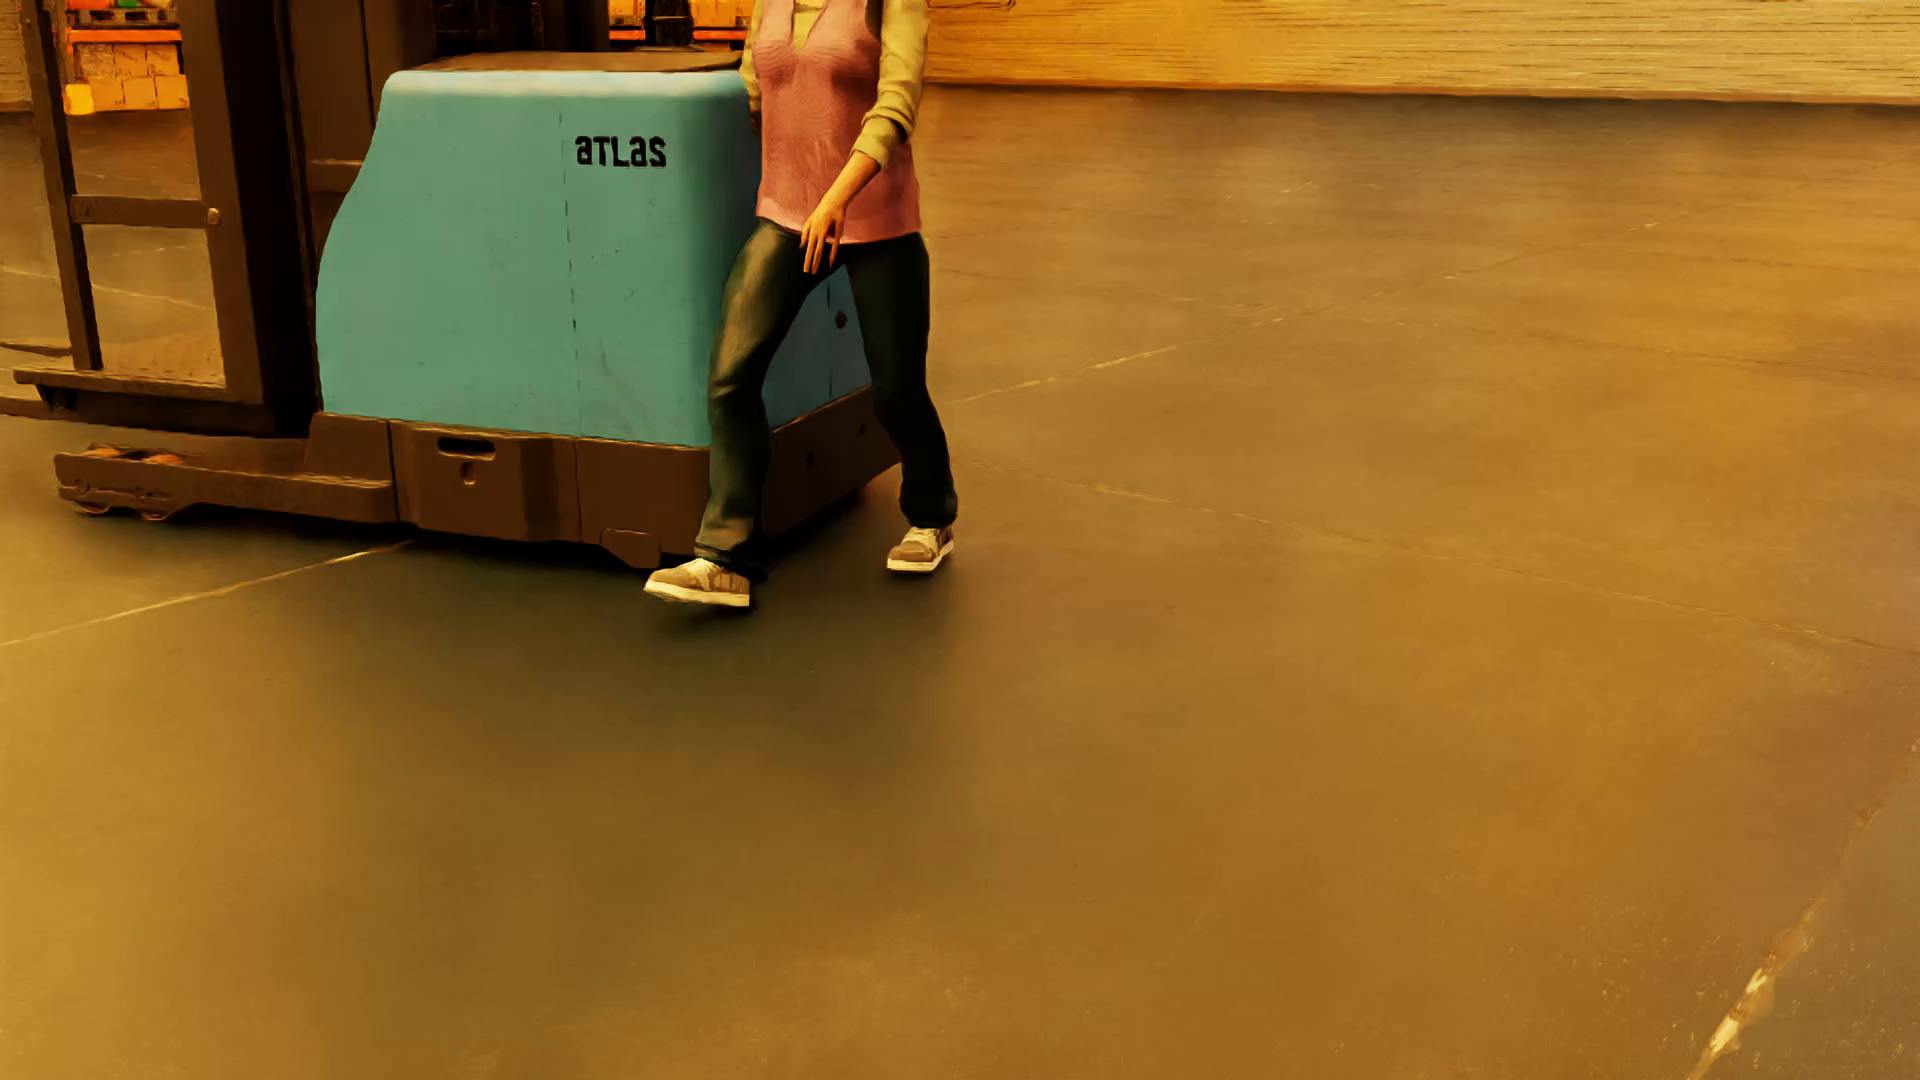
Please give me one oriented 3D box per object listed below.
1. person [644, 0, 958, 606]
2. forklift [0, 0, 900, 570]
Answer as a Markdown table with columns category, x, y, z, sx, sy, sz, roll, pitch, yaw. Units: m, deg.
| category | x | y | z | sx | sy | sz | roll | pitch | yaw |
| --- | --- | --- | --- | --- | --- | --- | --- | --- | --- |
| person | -0.317 | -0.602 | 3.388 | 0.553 | 1.477 | 0.777 | 6 | 18 | 20 |
| forklift | -1.715 | -1.584 | 4.113 | 3.031 | 2.935 | 1.130 | 6 | 18 | 19 |
